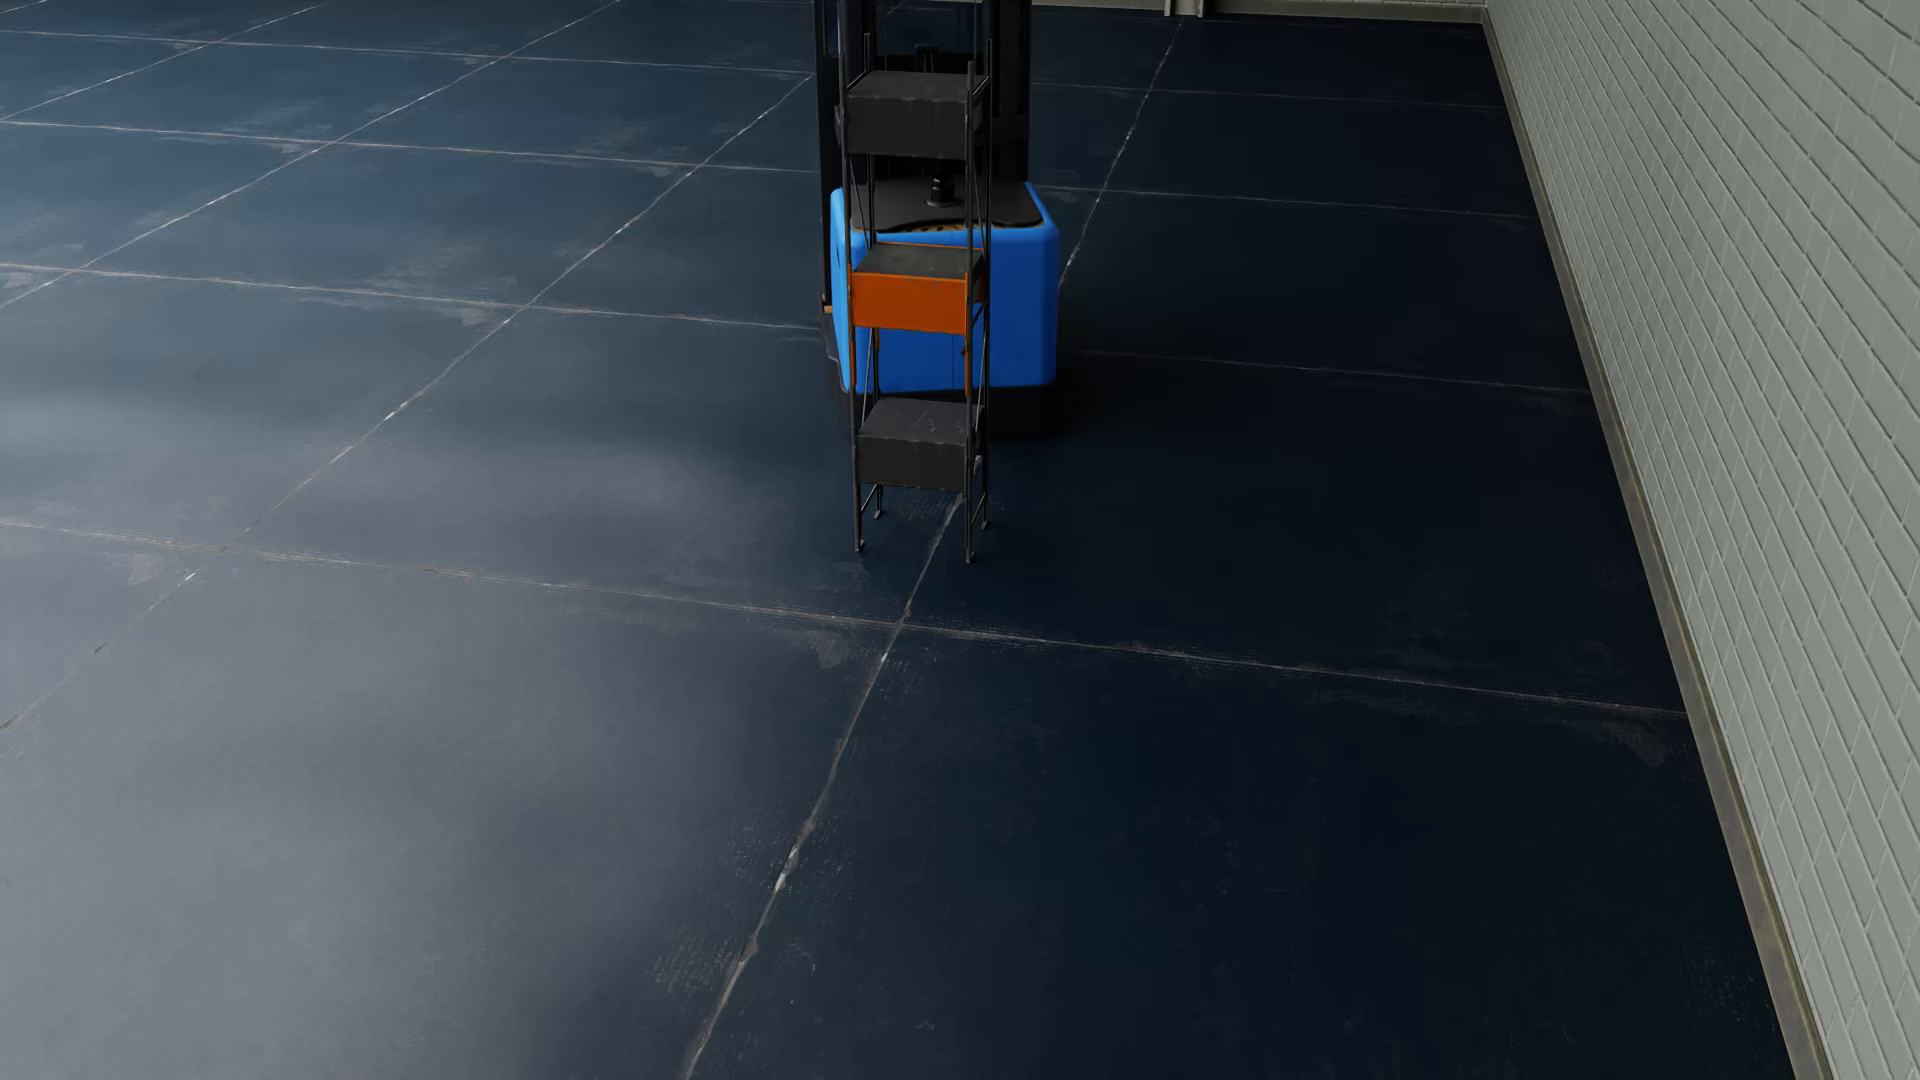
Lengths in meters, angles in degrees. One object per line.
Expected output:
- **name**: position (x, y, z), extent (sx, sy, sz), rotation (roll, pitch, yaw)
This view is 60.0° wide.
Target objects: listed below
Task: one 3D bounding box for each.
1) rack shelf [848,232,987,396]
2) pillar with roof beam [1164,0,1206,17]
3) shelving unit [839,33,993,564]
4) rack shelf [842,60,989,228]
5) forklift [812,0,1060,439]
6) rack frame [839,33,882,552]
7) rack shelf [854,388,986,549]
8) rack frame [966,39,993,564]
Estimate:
- **rack shelf**: position (-0.162, -0.926, 6.783), extent (0.480, 0.518, 0.431), rotation (6, 29, 11)
- **pillar with roof beam**: position (1.430, -7.372, 11.346), extent (0.400, 9.000, 9.100), rotation (6, 29, 11)
- **shelving unit**: position (-0.162, -0.938, 6.776), extent (0.503, 2.100, 0.431), rotation (6, 29, 11)
- **rack shelf**: position (-0.162, -1.540, 6.447), extent (0.480, 0.518, 0.431), rotation (6, 29, 11)
- **forklift**: position (-0.220, -2.444, 8.662), extent (1.130, 2.935, 3.031), rotation (-3, 29, -6)
- **rack frame**: position (-0.401, -0.962, 6.821), extent (0.015, 2.100, 0.400), rotation (6, 29, 11)
- **rack shelf**: position (-0.162, -0.312, 7.119), extent (0.480, 0.518, 0.431), rotation (6, 29, 11)
- **rack frame**: position (0.077, -0.913, 6.731), extent (0.015, 2.100, 0.400), rotation (6, 29, 11)
